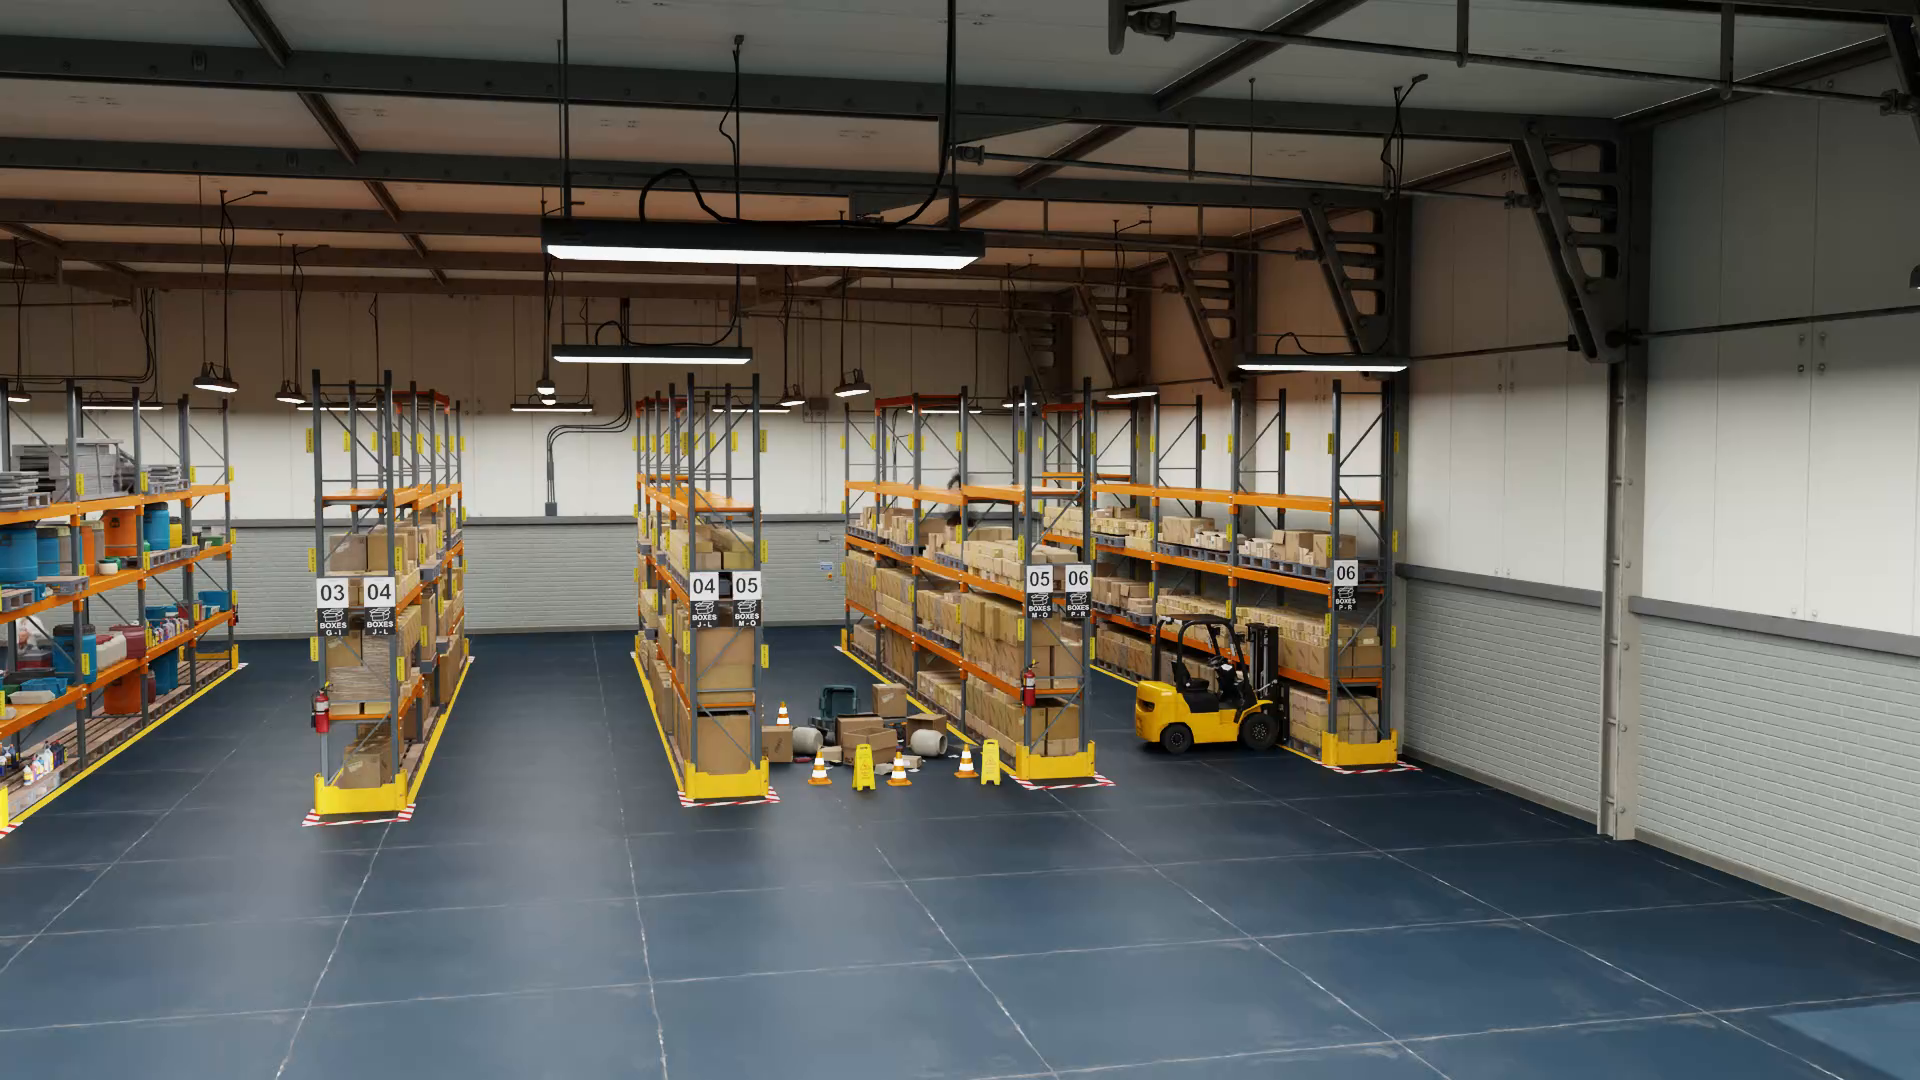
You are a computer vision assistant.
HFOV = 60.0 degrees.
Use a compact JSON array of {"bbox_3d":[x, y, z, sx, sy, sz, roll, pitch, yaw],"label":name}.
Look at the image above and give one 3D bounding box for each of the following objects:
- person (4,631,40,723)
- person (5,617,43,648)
[{"bbox_3d":[-16.387,2.440,29.090,0.656,1.705,0.970,-1,3,-16],"label":"person"},{"bbox_3d":[-18.649,2.171,33.153,0.696,1.778,1.049,-2,4,-26],"label":"person"}]
